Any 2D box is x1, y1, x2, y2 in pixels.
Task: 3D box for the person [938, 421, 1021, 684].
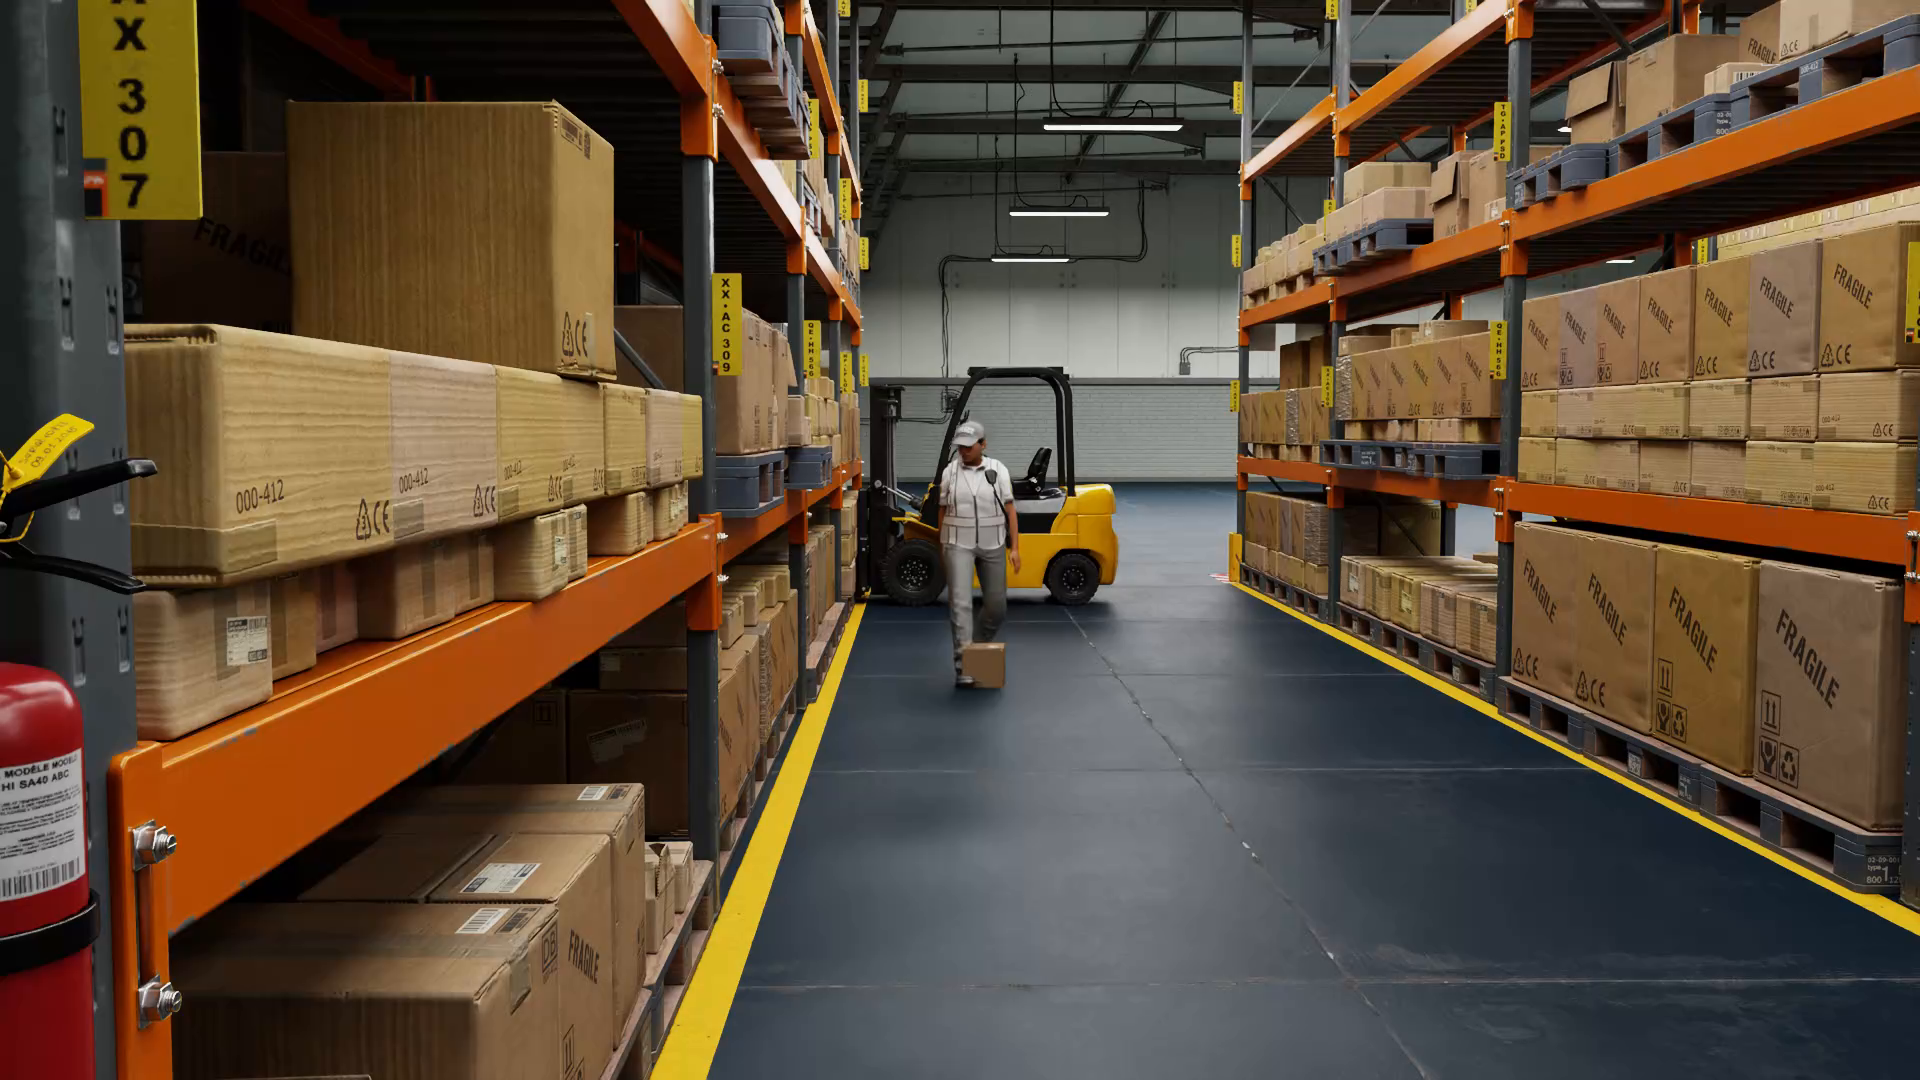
[{"bbox_3d":[0.123,0.060,10.585,0.512,1.630,0.854,0,4,-6],"label":"person"}]
